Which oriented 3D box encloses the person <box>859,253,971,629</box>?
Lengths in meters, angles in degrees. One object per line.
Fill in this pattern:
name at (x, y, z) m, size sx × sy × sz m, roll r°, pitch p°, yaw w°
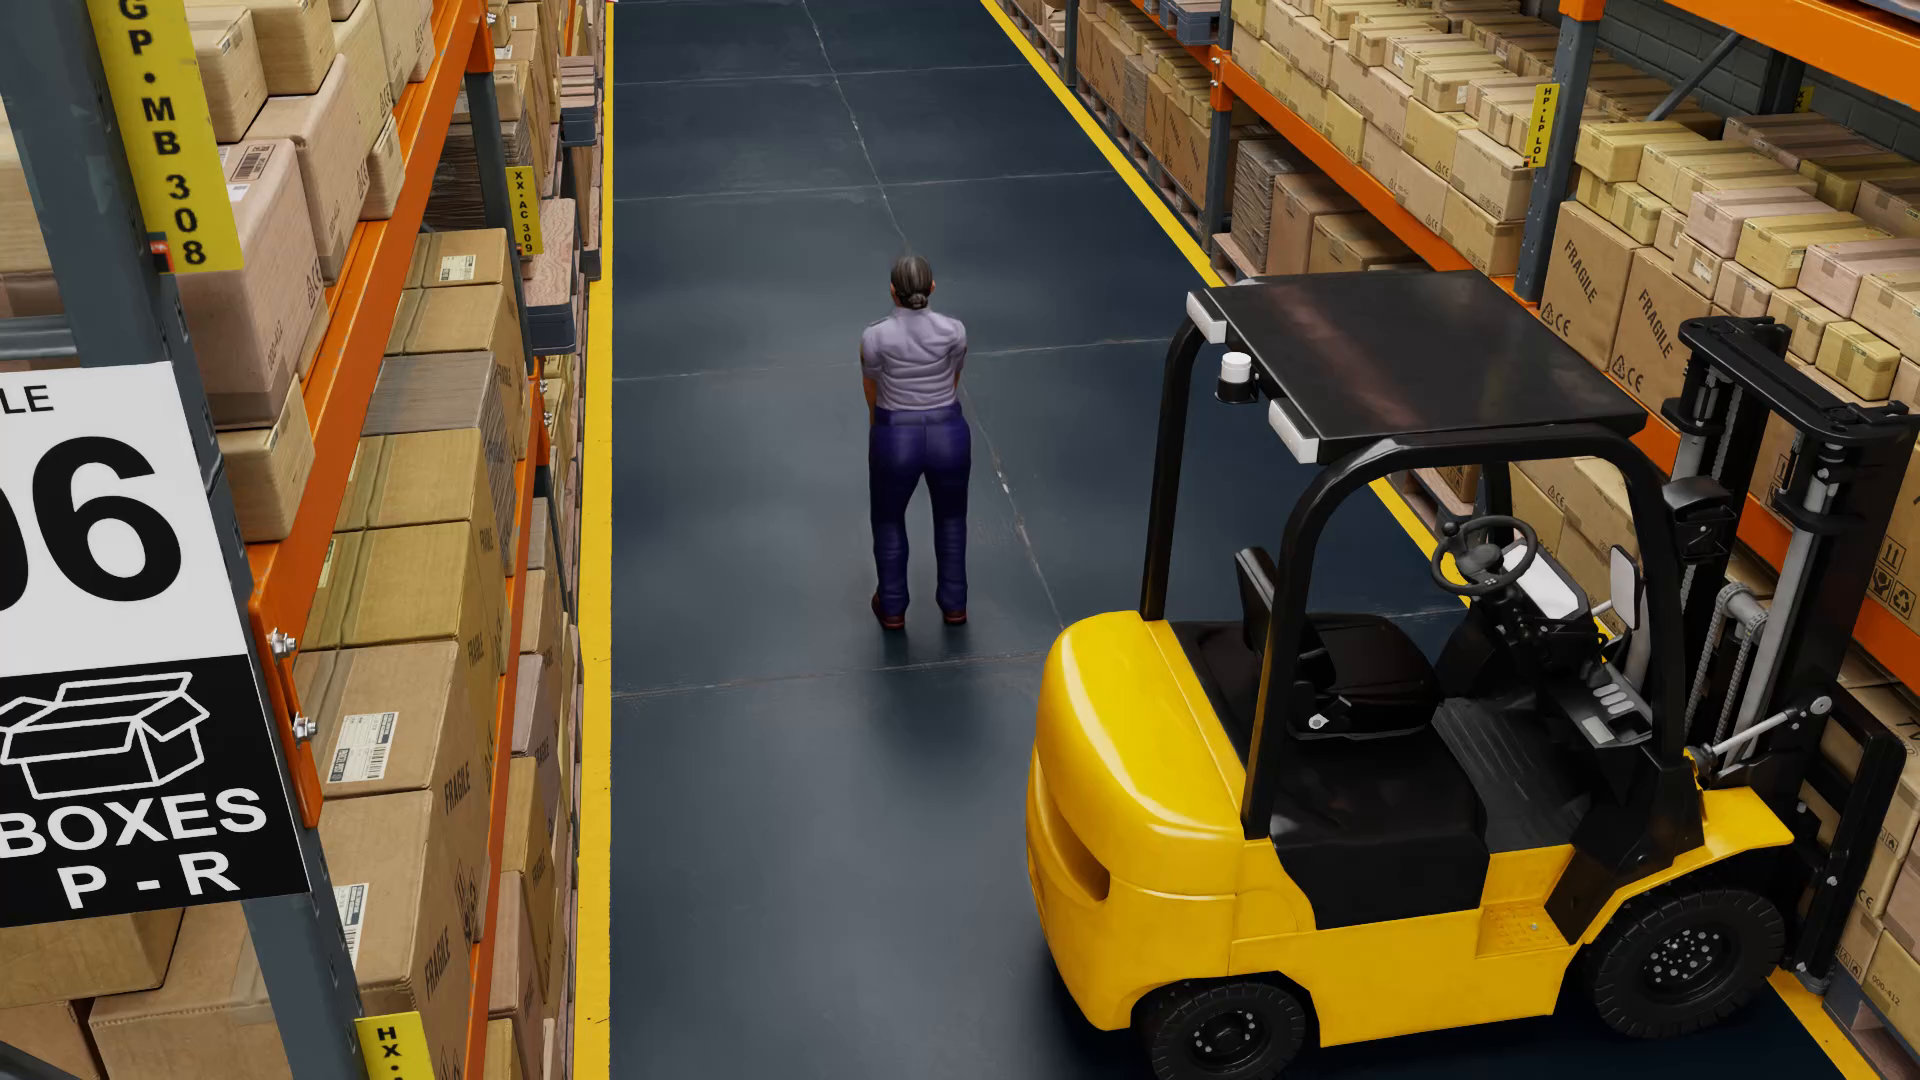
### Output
person at (-0.193, -0.422, 6.866) m, size 0.435 × 1.643 × 0.534 m, roll -6°, pitch 31°, yaw -10°
